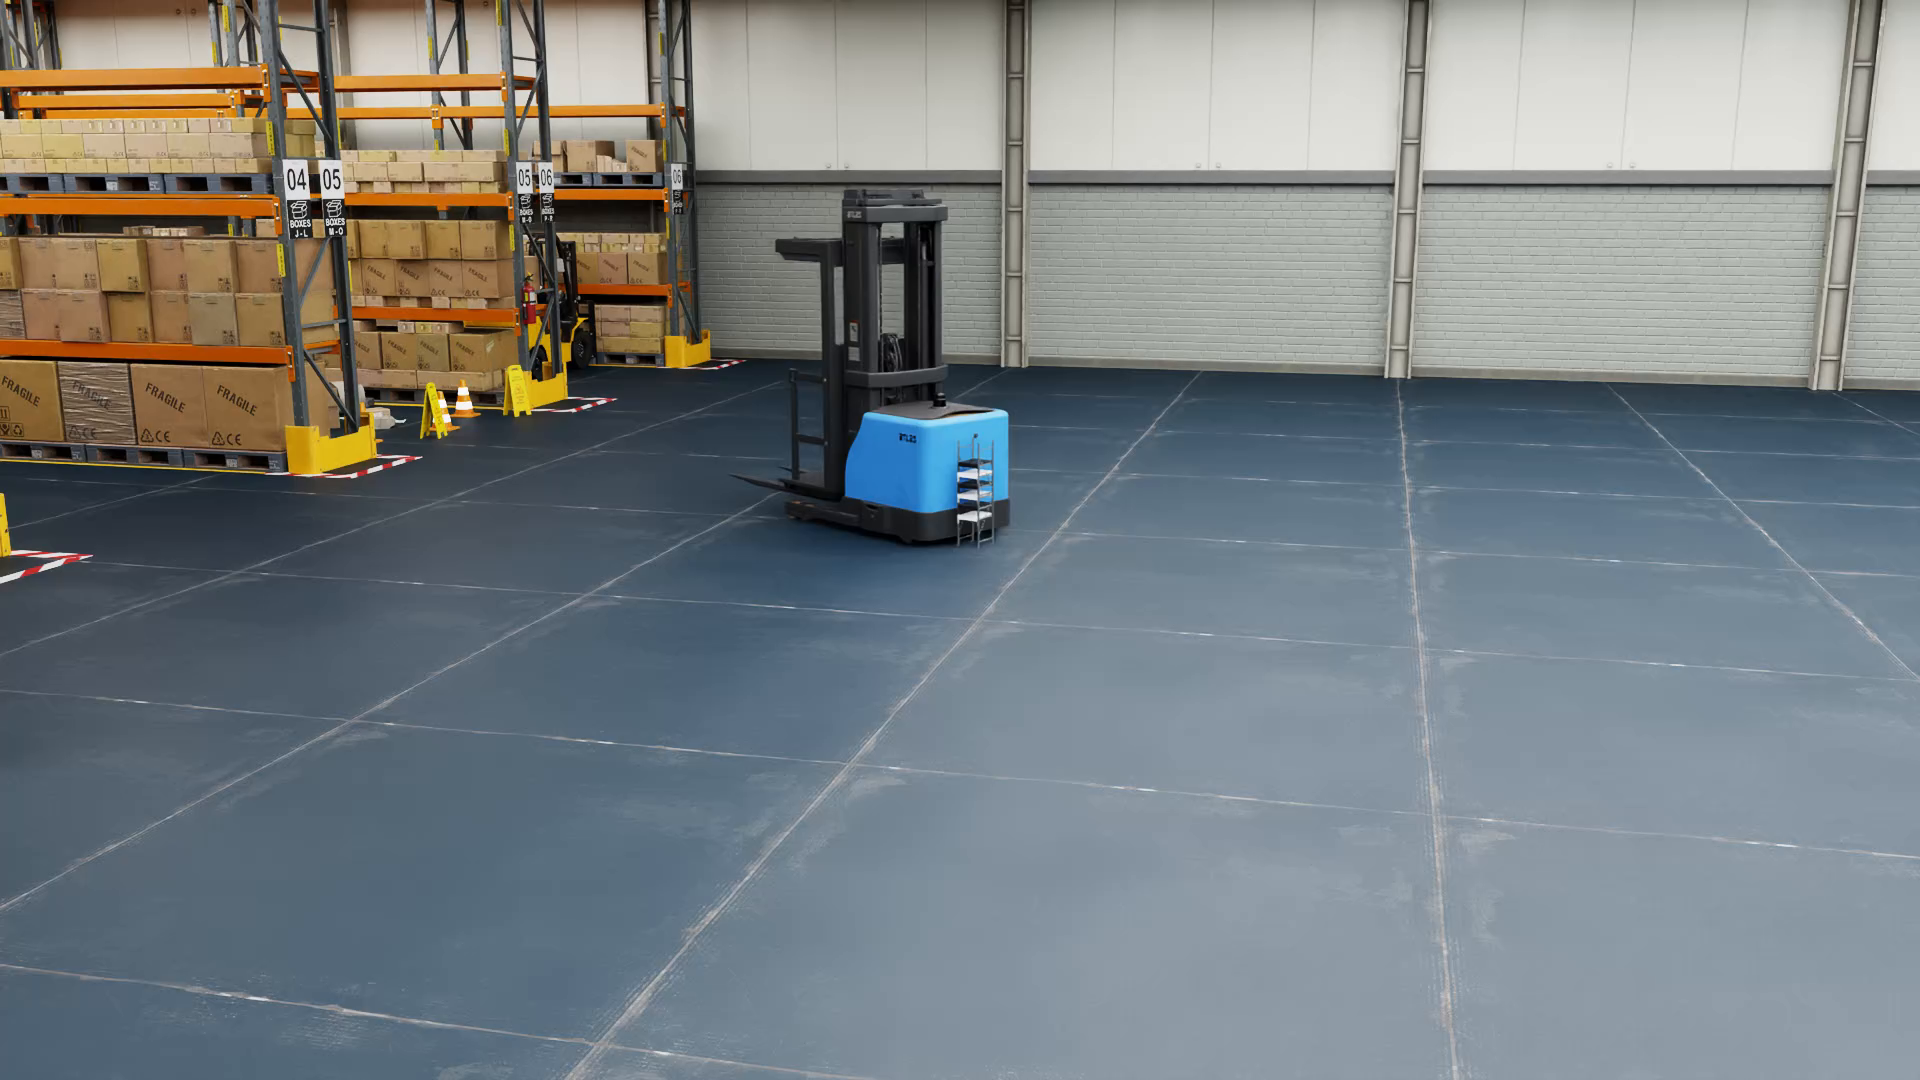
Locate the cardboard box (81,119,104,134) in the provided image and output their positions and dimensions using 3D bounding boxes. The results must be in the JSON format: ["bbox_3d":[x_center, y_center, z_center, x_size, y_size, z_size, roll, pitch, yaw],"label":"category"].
[{"bbox_3d":[-8.887,-4.297,17.289,0.250,0.149,0.380,3,13,13],"label":"cardboard box"}]

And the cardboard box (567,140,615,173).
[{"bbox_3d":[-5.938,-6.177,26.793,0.500,0.500,0.700,3,13,14],"label":"cardboard box"}]

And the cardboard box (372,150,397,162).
[{"bbox_3d":[-7.561,-5.079,22.015,0.250,0.149,0.380,3,13,15],"label":"cardboard box"}]

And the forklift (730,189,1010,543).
[{"bbox_3d":[-0.942,-1.657,14.935,1.130,2.935,3.031,-12,17,-42],"label":"forklift"}]

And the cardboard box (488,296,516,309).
[{"bbox_3d":[-6.079,-3.172,22.184,0.250,0.149,0.380,4,13,15],"label":"cardboard box"}]

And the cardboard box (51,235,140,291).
[{"bbox_3d":[-9.233,-2.994,17.966,0.550,0.550,0.875,3,13,14],"label":"cardboard box"}]

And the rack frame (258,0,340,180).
[{"bbox_3d":[-6.753,-5.203,16.907,0.127,3.000,1.000,3,13,14],"label":"rack frame"}]

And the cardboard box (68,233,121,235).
[{"bbox_3d":[-15.211,-5.142,29.282,0.500,0.500,0.700,3,13,14],"label":"cardboard box"}]

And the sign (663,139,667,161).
[{"bbox_3d":[-4.623,-6.109,26.055,0.005,0.325,0.100,3,13,14],"label":"sign"}]

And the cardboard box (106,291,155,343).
[{"bbox_3d":[-8.701,-2.455,18.027,0.500,0.550,0.875,3,13,14],"label":"cardboard box"}]

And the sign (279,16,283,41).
[{"bbox_3d":[-9.400,-7.064,22.959,0.005,0.325,0.100,3,13,14],"label":"sign"}]

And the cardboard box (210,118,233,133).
[{"bbox_3d":[-7.403,-4.218,16.934,0.250,0.149,0.380,3,13,14],"label":"cardboard box"}]

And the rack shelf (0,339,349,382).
[{"bbox_3d":[-8.694,-2.026,18.103,4.000,0.370,1.077,3,13,14],"label":"rack shelf"}]

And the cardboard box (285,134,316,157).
[{"bbox_3d":[-7.160,-4.143,17.516,0.500,0.250,0.500,3,13,13],"label":"cardboard box"}]

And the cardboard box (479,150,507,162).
[{"bbox_3d":[-6.064,-5.006,21.688,0.250,0.149,0.380,3,13,14],"label":"cardboard box"}]

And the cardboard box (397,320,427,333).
[{"bbox_3d":[-7.376,-2.885,22.461,0.250,0.149,0.380,4,13,16],"label":"cardboard box"}]

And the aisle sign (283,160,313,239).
[{"bbox_3d":[-6.756,-3.476,16.975,0.004,0.787,0.394,3,13,14],"label":"aisle sign"}]

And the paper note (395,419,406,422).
[{"bbox_3d":[-7.060,-1.501,20.928,0.142,0.019,0.148,-1,13,-6],"label":"paper note"}]

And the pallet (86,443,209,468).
[{"bbox_3d":[-8.729,-1.001,18.259,1.213,0.211,1.003,3,13,14],"label":"pallet"}]

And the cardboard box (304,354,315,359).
[{"bbox_3d":[-9.040,-2.669,22.985,0.500,0.500,0.500,4,13,16],"label":"cardboard box"}]

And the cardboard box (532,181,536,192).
[{"bbox_3d":[-5.909,-4.747,22.360,0.250,0.149,0.380,3,13,14],"label":"cardboard box"}]

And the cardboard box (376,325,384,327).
[{"bbox_3d":[-8.415,-2.756,23.378,0.500,0.500,0.500,3,13,15],"label":"cardboard box"}]

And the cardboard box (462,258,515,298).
[{"bbox_3d":[-6.258,-3.484,22.095,0.500,0.500,0.500,3,13,13],"label":"cardboard box"}]

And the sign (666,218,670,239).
[{"bbox_3d":[-4.623,-4.931,26.316,0.005,0.325,0.100,3,13,14],"label":"sign"}]

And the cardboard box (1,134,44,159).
[{"bbox_3d":[-9.738,-4.161,17.599,0.500,0.250,0.500,3,13,13],"label":"cardboard box"}]

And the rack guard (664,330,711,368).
[{"bbox_3d":[-4.456,-3.142,27.243,0.348,0.500,1.175,3,13,14],"label":"rack guard"}]

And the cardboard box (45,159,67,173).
[{"bbox_3d":[-9.376,-3.934,17.495,0.250,0.149,0.380,3,13,13],"label":"cardboard box"}]

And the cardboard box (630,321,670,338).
[{"bbox_3d":[-5.027,-3.430,26.994,0.500,0.250,0.500,3,13,13],"label":"cardboard box"}]

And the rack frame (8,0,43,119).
[{"bbox_3d":[-13.432,-6.664,23.494,0.127,3.000,1.000,3,13,14],"label":"rack frame"}]

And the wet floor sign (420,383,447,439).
[{"bbox_3d":[-6.250,-1.539,19.682,0.232,0.644,0.267,1,13,4],"label":"wet floor sign"}]

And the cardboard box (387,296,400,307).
[{"bbox_3d":[-7.559,-3.255,22.560,0.250,0.149,0.380,3,13,14],"label":"cardboard box"}]

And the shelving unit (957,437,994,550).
[{"bbox_3d":[0.132,-0.392,13.925,0.210,0.900,0.258,8,15,33],"label":"shelving unit"}]

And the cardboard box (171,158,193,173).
[{"bbox_3d":[-7.896,-3.855,17.138,0.250,0.149,0.380,3,13,14],"label":"cardboard box"}]

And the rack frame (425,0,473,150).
[{"bbox_3d":[-8.363,-7.500,27.264,0.127,3.000,1.000,3,13,14],"label":"rack frame"}]

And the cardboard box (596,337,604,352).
[{"bbox_3d":[-5.975,-3.240,27.292,0.500,0.250,0.500,3,13,14],"label":"cardboard box"}]

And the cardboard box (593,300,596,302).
[{"bbox_3d":[-6.365,-3.861,27.781,0.500,0.250,0.500,3,13,12],"label":"cardboard box"}]

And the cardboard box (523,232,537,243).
[{"bbox_3d":[-7.115,-4.955,27.225,0.250,0.149,0.380,3,13,13],"label":"cardboard box"}]

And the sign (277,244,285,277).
[{"bbox_3d":[-6.896,-2.841,16.895,0.005,0.325,0.100,3,13,14],"label":"sign"}]

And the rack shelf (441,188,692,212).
[{"bbox_3d":[-6.421,-5.581,27.199,4.000,0.370,1.077,3,13,14],"label":"rack shelf"}]

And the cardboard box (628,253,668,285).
[{"bbox_3d":[-5.020,-4.383,26.833,0.500,0.500,0.500,3,13,12],"label":"cardboard box"}]

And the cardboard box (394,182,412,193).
[{"bbox_3d":[-7.315,-4.694,22.119,0.250,0.149,0.380,3,13,12],"label":"cardboard box"}]

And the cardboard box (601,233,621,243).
[{"bbox_3d":[-5.609,-4.892,26.941,0.250,0.149,0.380,3,13,14],"label":"cardboard box"}]

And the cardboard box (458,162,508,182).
[{"bbox_3d":[-6.226,-4.826,21.796,0.500,0.250,0.500,3,13,13],"label":"cardboard box"}]

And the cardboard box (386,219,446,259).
[{"bbox_3d":[-7.223,-4.015,22.181,0.500,0.500,0.700,3,13,13],"label":"cardboard box"}]

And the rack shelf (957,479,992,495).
[{"bbox_3d":[0.132,-0.448,13.912,0.200,0.077,0.258,8,15,33],"label":"rack shelf"}]

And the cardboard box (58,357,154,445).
[{"bbox_3d":[-9.166,-1.556,18.257,0.875,0.875,0.875,3,13,14],"label":"cardboard box"}]

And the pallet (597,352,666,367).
[{"bbox_3d":[-5.232,-3.034,27.419,1.213,0.211,1.003,3,13,14],"label":"pallet"}]

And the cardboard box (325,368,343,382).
[{"bbox_3d":[-8.519,-2.277,22.952,0.500,0.250,0.500,4,13,17],"label":"cardboard box"}]

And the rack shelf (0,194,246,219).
[{"bbox_3d":[-11.490,-4.745,23.429,4.000,0.370,1.077,3,13,14],"label":"rack shelf"}]

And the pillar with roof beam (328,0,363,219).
[{"bbox_3d":[-11.796,-6.925,24.668,0.400,9.000,9.100,3,13,14],"label":"pillar with roof beam"}]

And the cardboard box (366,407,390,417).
[{"bbox_3d":[-7.421,-1.571,20.973,0.250,0.149,0.380,12,17,43],"label":"cardboard box"}]

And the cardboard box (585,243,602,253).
[{"bbox_3d":[-5.884,-4.741,26.949,0.250,0.149,0.380,3,13,12],"label":"cardboard box"}]
